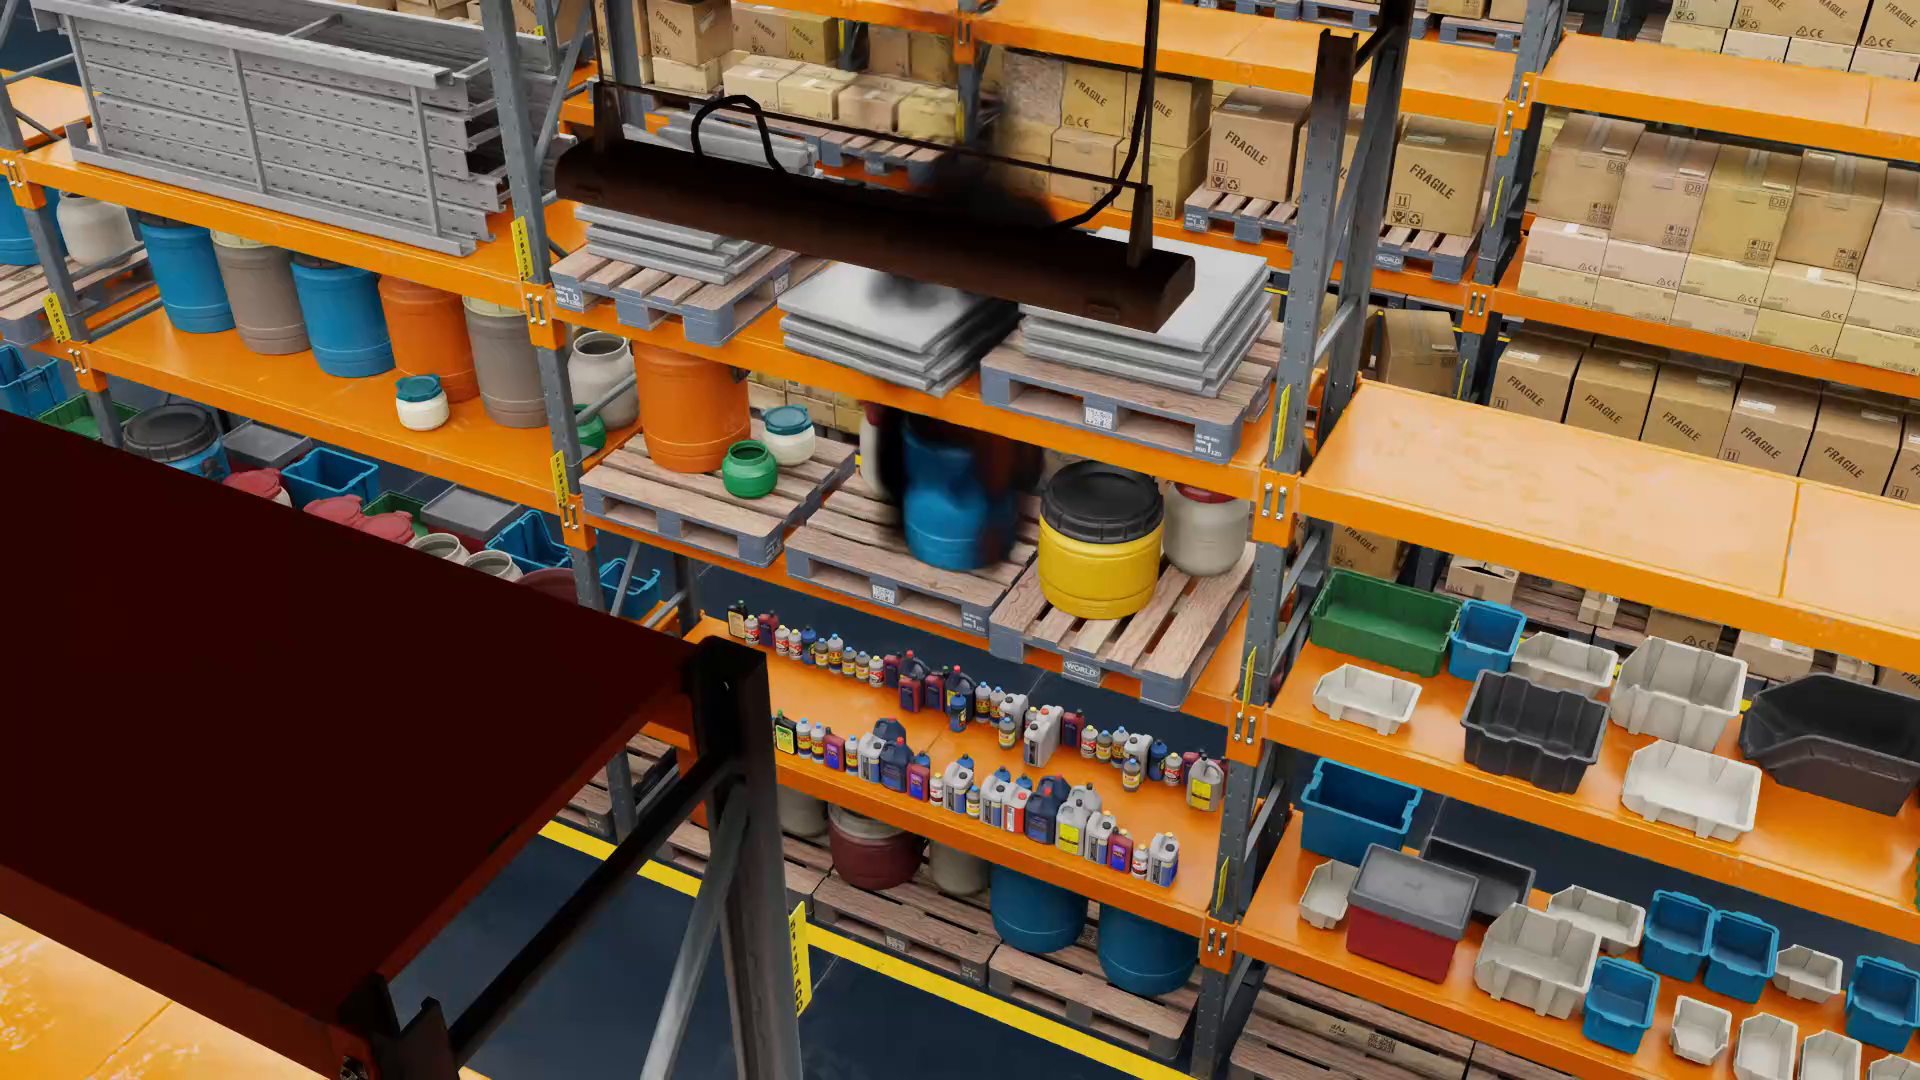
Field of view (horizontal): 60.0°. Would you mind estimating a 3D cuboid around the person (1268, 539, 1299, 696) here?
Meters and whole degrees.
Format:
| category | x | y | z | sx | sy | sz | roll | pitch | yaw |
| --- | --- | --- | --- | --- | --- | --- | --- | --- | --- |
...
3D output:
| category | x | y | z | sx | sy | sz | roll | pitch | yaw |
| --- | --- | --- | --- | --- | --- | --- | --- | --- | --- |
| person | 2.193 | 0.678 | 11.037 | 0.676 | 1.598 | 0.571 | 18 | 39 | 24 |
